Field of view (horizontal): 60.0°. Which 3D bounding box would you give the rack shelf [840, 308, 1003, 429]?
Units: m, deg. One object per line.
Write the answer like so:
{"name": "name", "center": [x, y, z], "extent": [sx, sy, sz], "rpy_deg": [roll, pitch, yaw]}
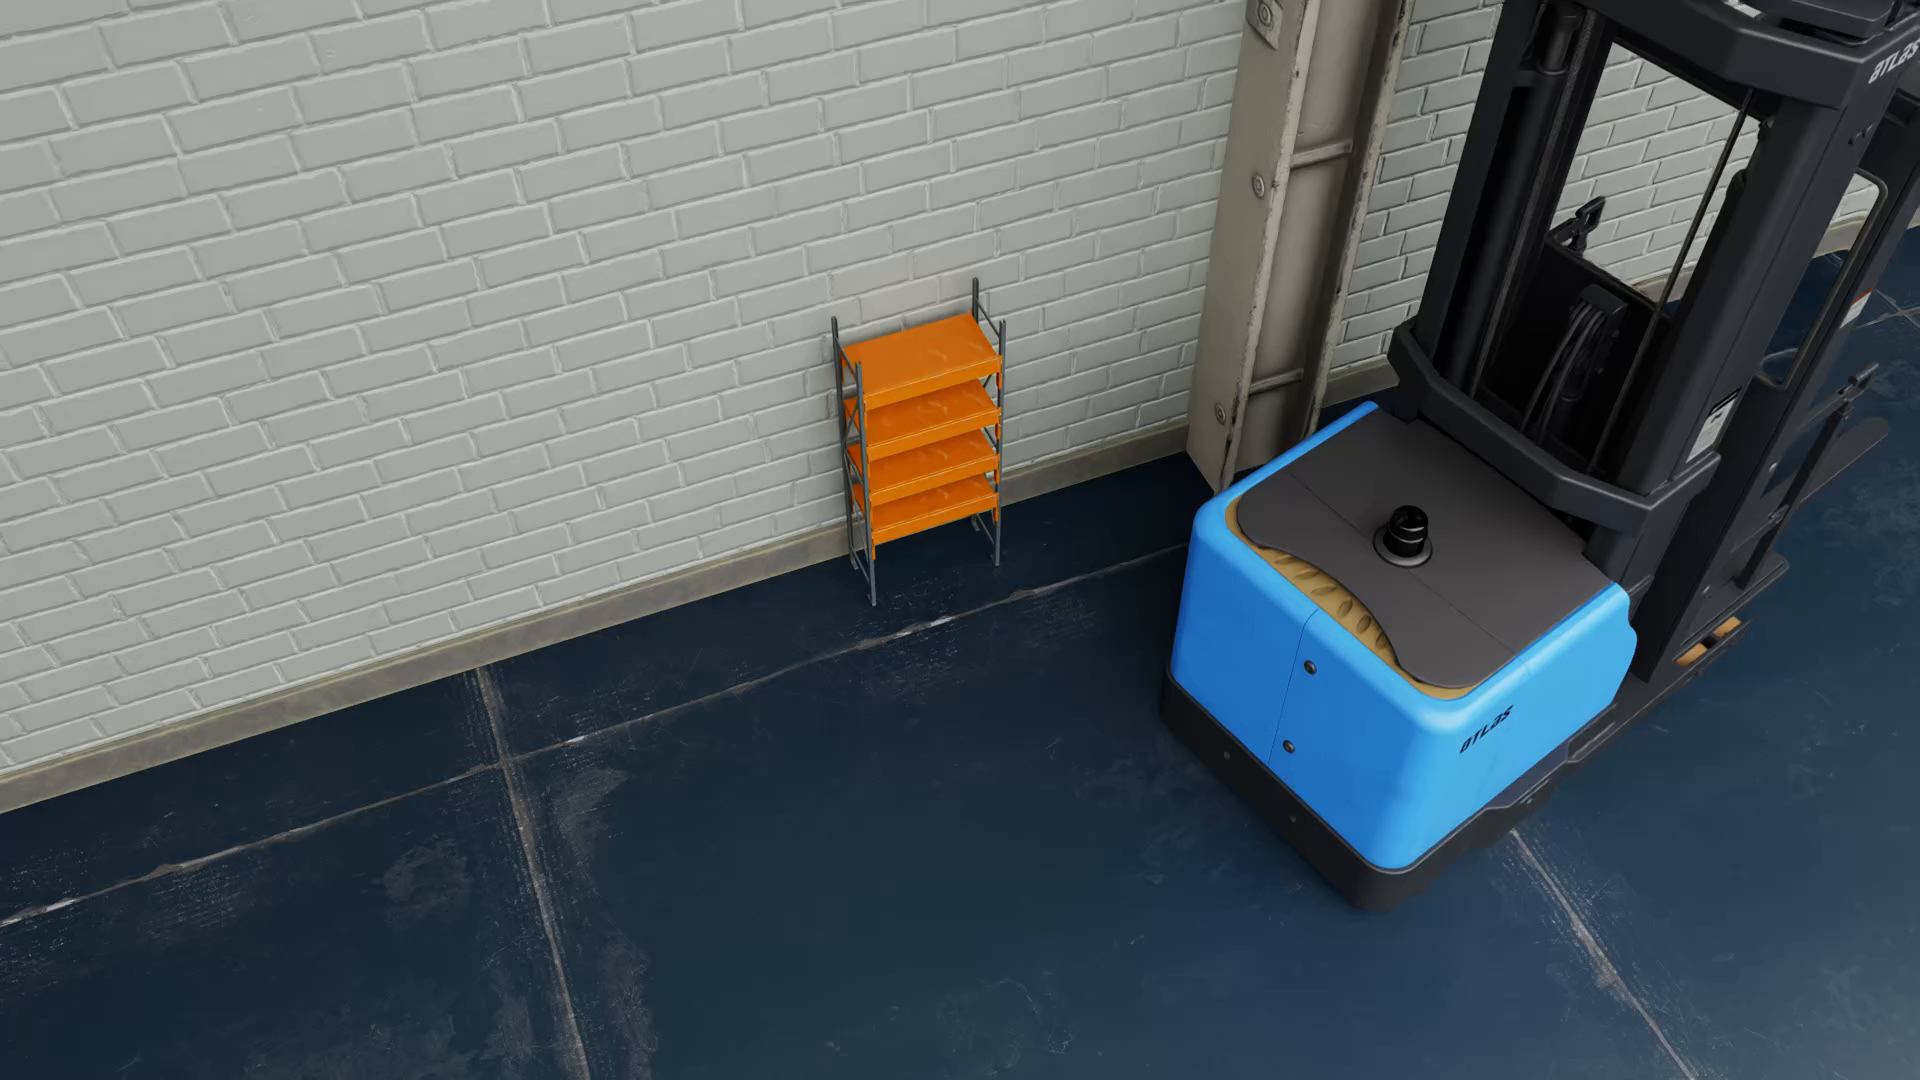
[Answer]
{"name": "rack shelf", "center": [-0.132, -0.563, 5.424], "extent": [0.480, 0.148, 0.258], "rpy_deg": [-18, 52, -15]}

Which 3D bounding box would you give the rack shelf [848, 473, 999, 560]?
{"name": "rack shelf", "center": [-0.132, -0.134, 5.924], "extent": [0.480, 0.148, 0.258], "rpy_deg": [-18, 52, -15]}

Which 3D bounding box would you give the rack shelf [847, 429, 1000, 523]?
{"name": "rack shelf", "center": [-0.132, -0.263, 5.773], "extent": [0.480, 0.148, 0.258], "rpy_deg": [-18, 52, -15]}

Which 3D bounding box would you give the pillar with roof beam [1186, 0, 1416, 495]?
{"name": "pillar with roof beam", "center": [2.747, -0.238, 0.523], "extent": [0.400, 9.000, 9.100], "rpy_deg": [-17, 52, -14]}

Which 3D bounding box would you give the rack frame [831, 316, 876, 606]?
{"name": "rack frame", "center": [-0.357, -0.235, 5.661], "extent": [0.015, 1.200, 0.240], "rpy_deg": [-18, 52, -15]}

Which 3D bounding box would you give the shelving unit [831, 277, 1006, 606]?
{"name": "shelving unit", "center": [-0.132, -0.307, 5.722], "extent": [0.503, 1.200, 0.258], "rpy_deg": [-18, 52, -15]}

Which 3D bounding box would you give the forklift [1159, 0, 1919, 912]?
{"name": "forklift", "center": [2.150, -0.741, 4.954], "extent": [3.031, 2.935, 1.130], "rpy_deg": [-31, 56, -24]}

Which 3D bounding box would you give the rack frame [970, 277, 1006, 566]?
{"name": "rack frame", "center": [0.093, -0.378, 5.784], "extent": [0.015, 1.200, 0.240], "rpy_deg": [-18, 52, -15]}

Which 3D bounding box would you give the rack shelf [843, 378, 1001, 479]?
{"name": "rack shelf", "center": [-0.132, -0.409, 5.604], "extent": [0.480, 0.148, 0.258], "rpy_deg": [-18, 52, -15]}
